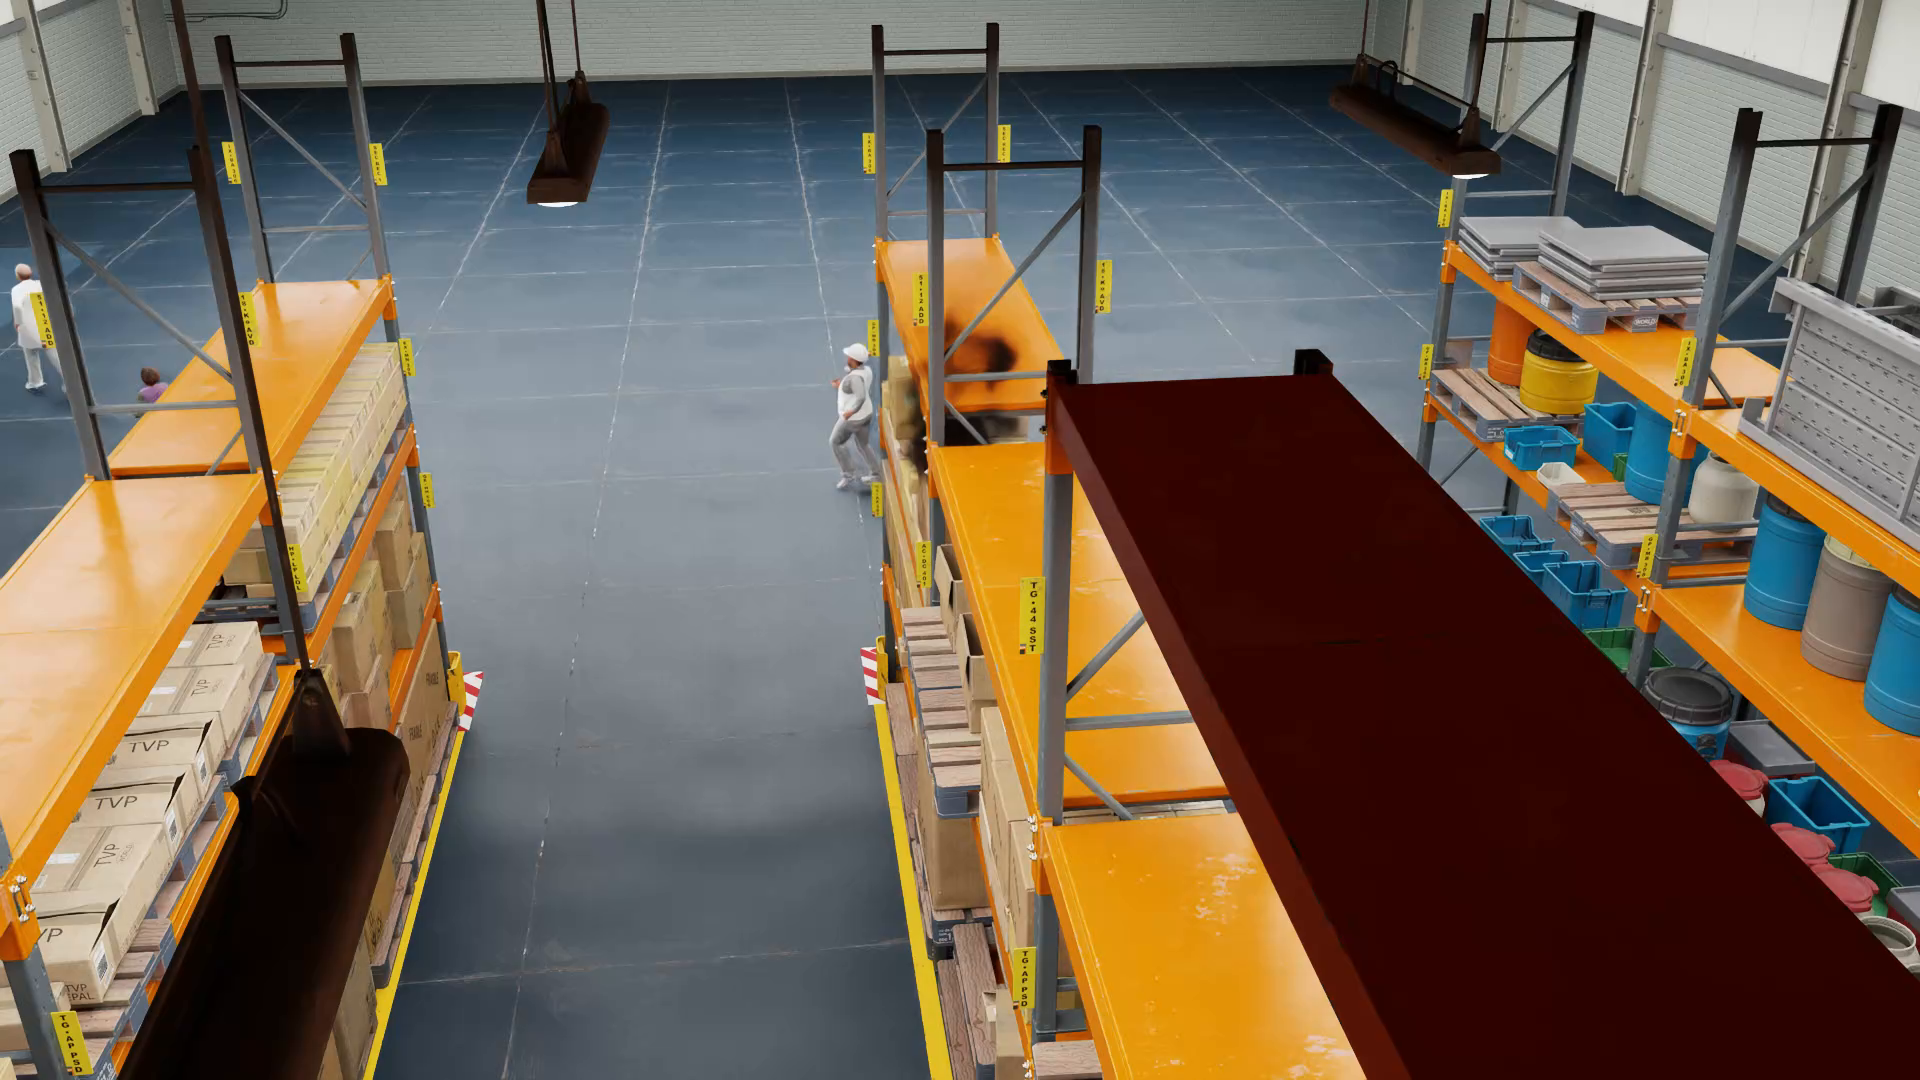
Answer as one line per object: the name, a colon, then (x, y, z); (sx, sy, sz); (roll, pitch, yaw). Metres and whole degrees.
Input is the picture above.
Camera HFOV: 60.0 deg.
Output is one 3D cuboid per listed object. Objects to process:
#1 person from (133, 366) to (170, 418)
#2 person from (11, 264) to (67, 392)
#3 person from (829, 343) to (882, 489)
person: (-9.195, -1.233, 19.220); (0.737, 1.643, 0.510); (15, 29, 29)
person: (-12.374, -2.834, 22.331); (1.057, 1.790, 0.709); (17, 30, 32)
person: (-1.243, -1.435, 19.474); (0.711, 1.814, 0.637); (12, 28, 23)
